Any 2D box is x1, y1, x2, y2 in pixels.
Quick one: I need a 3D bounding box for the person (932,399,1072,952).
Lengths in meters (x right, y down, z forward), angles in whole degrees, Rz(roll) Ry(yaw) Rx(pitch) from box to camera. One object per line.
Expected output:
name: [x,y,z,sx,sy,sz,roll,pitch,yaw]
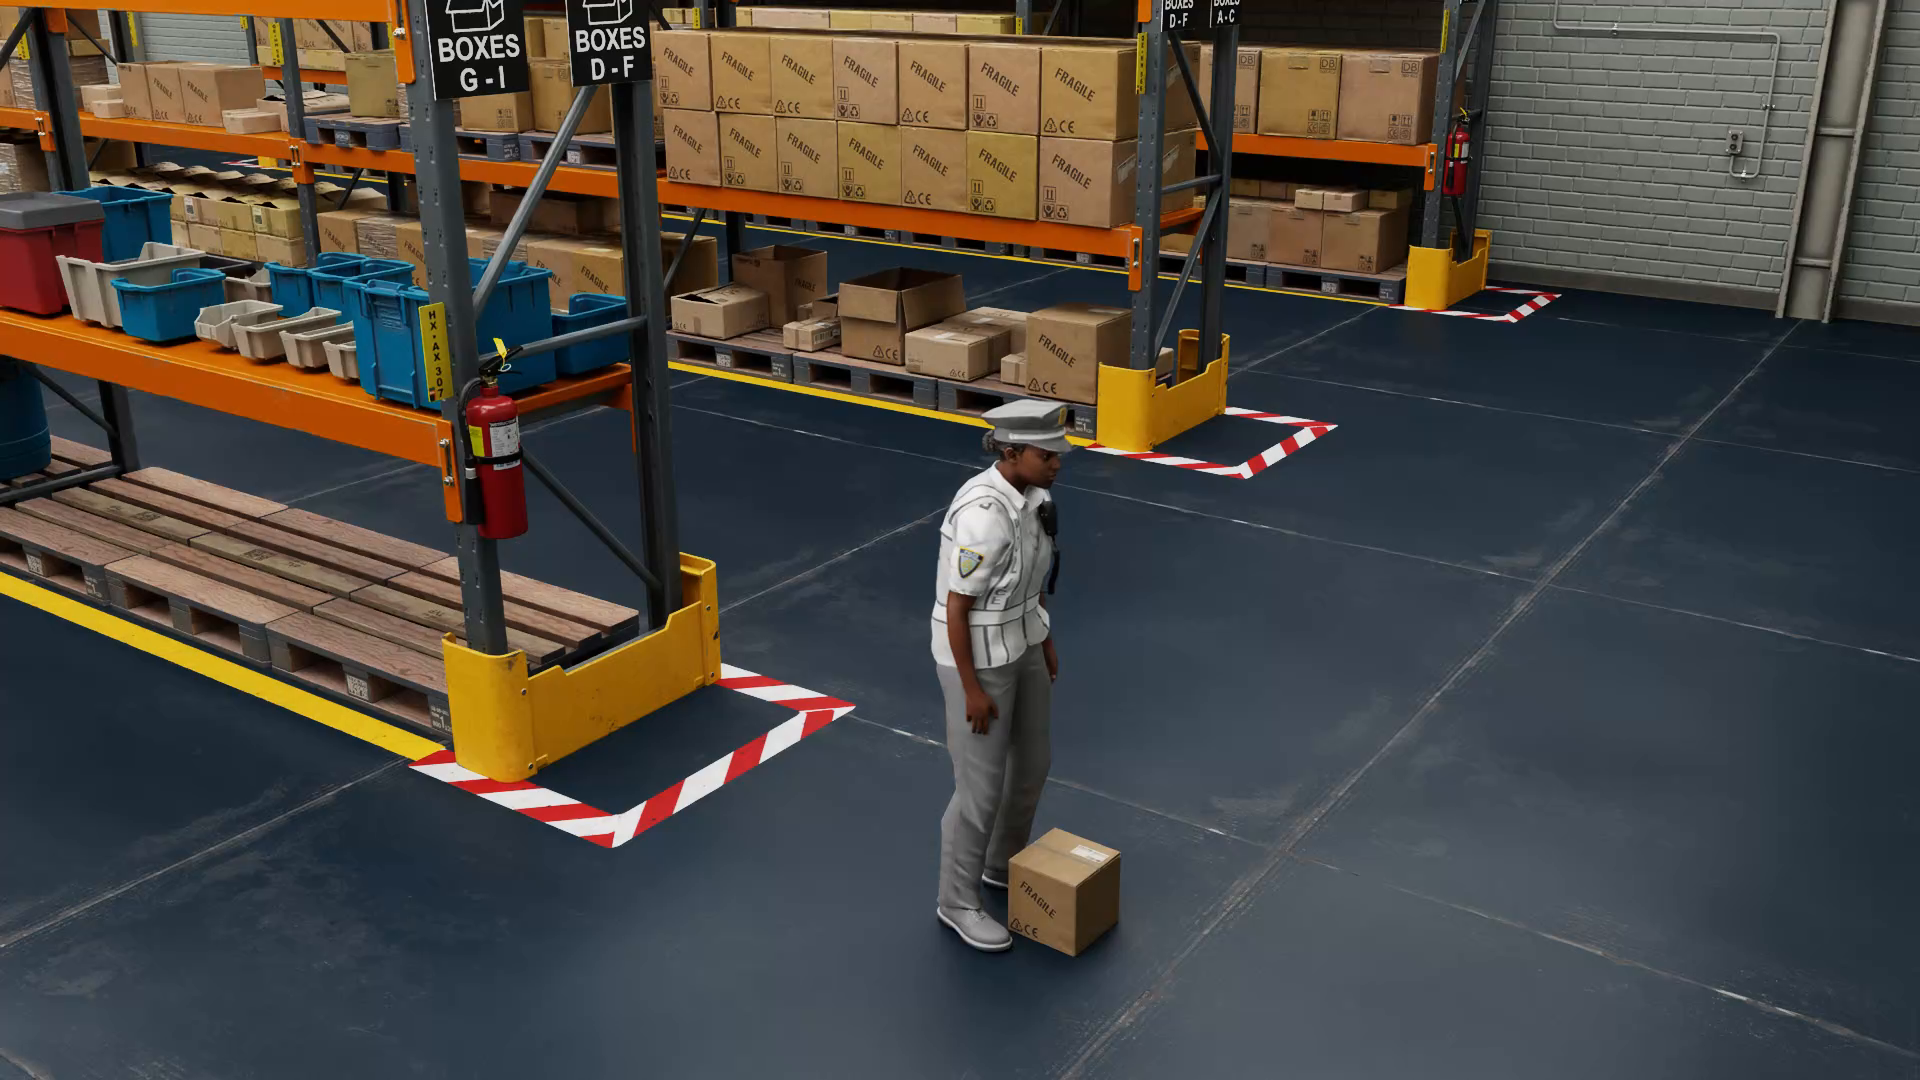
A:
person: [0.126,0.379,5.024,0.393,1.662,0.527,12,23,30]
